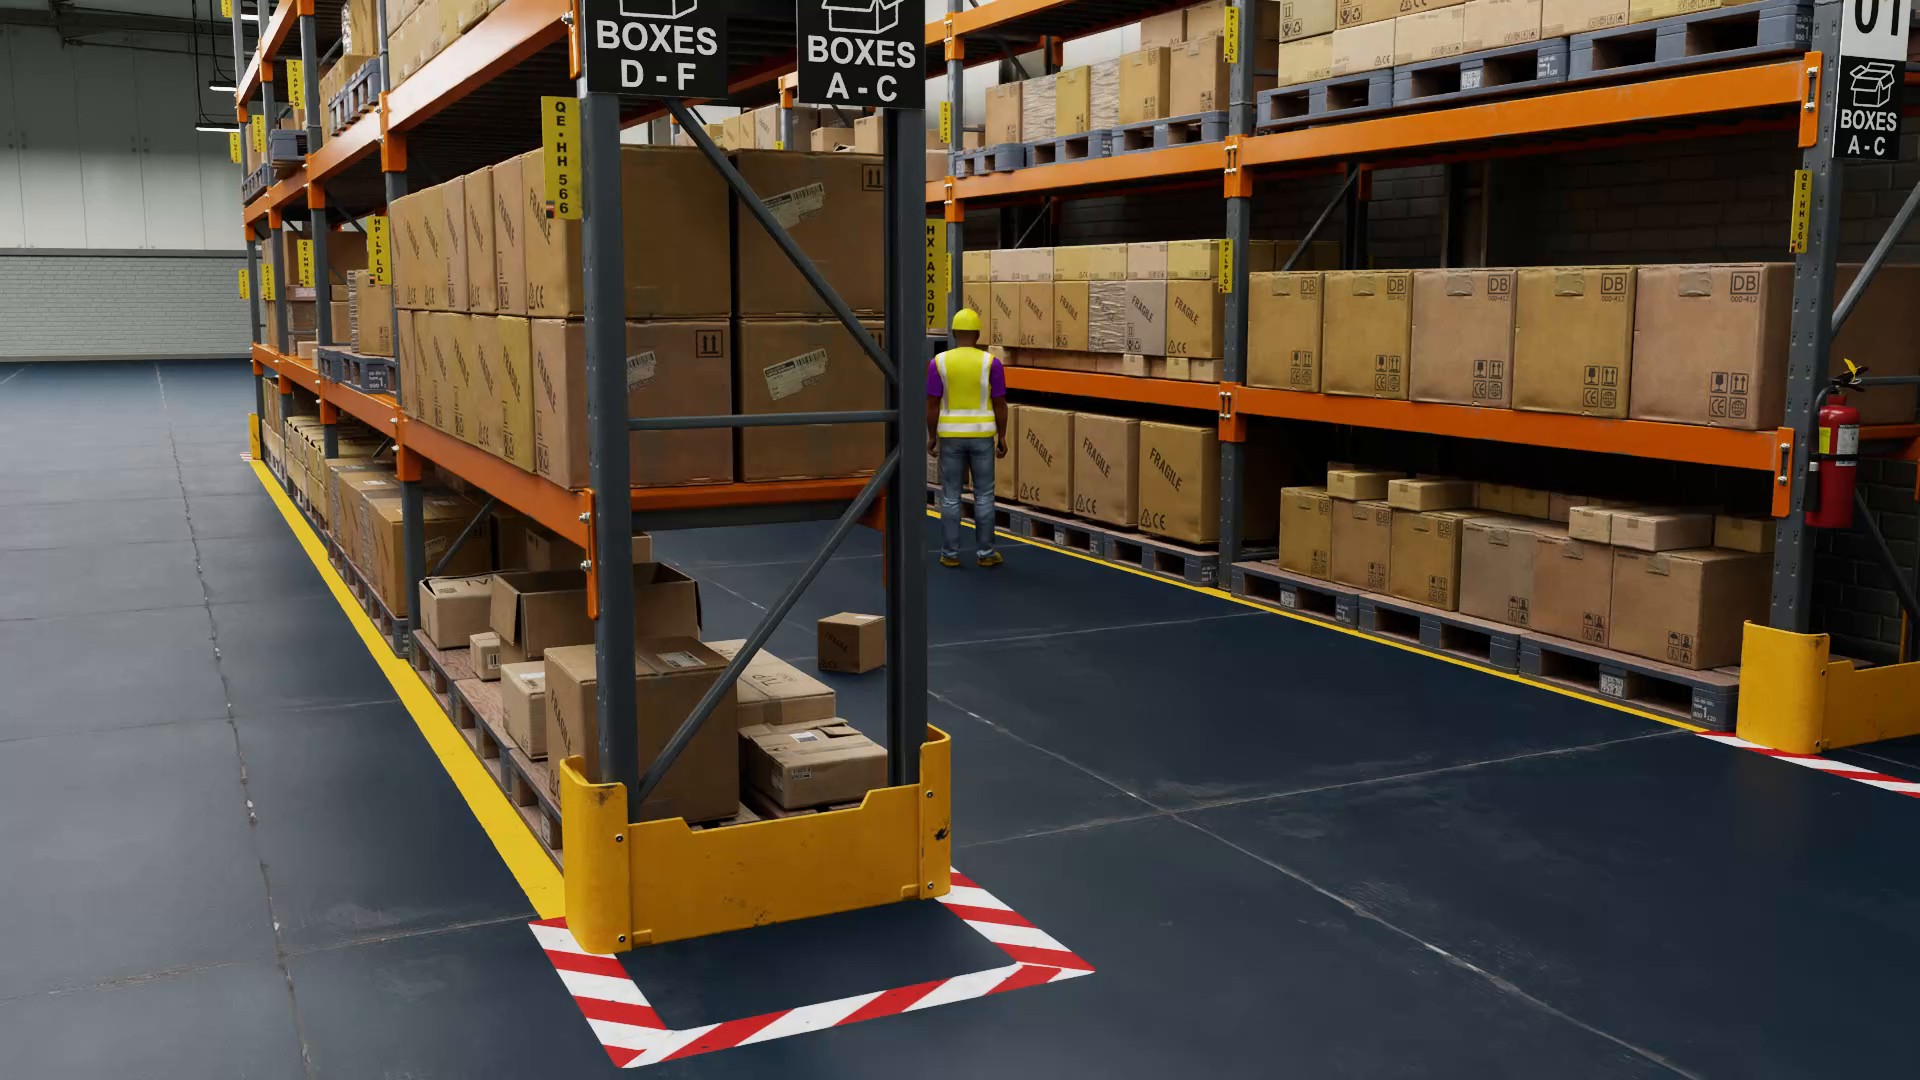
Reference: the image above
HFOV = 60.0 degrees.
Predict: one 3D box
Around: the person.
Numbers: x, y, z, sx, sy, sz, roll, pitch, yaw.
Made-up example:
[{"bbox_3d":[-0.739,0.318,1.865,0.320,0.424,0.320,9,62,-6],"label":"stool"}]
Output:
[{"bbox_3d":[0.050,-0.703,11.474,0.564,1.772,0.374,1,8,3],"label":"person"}]
